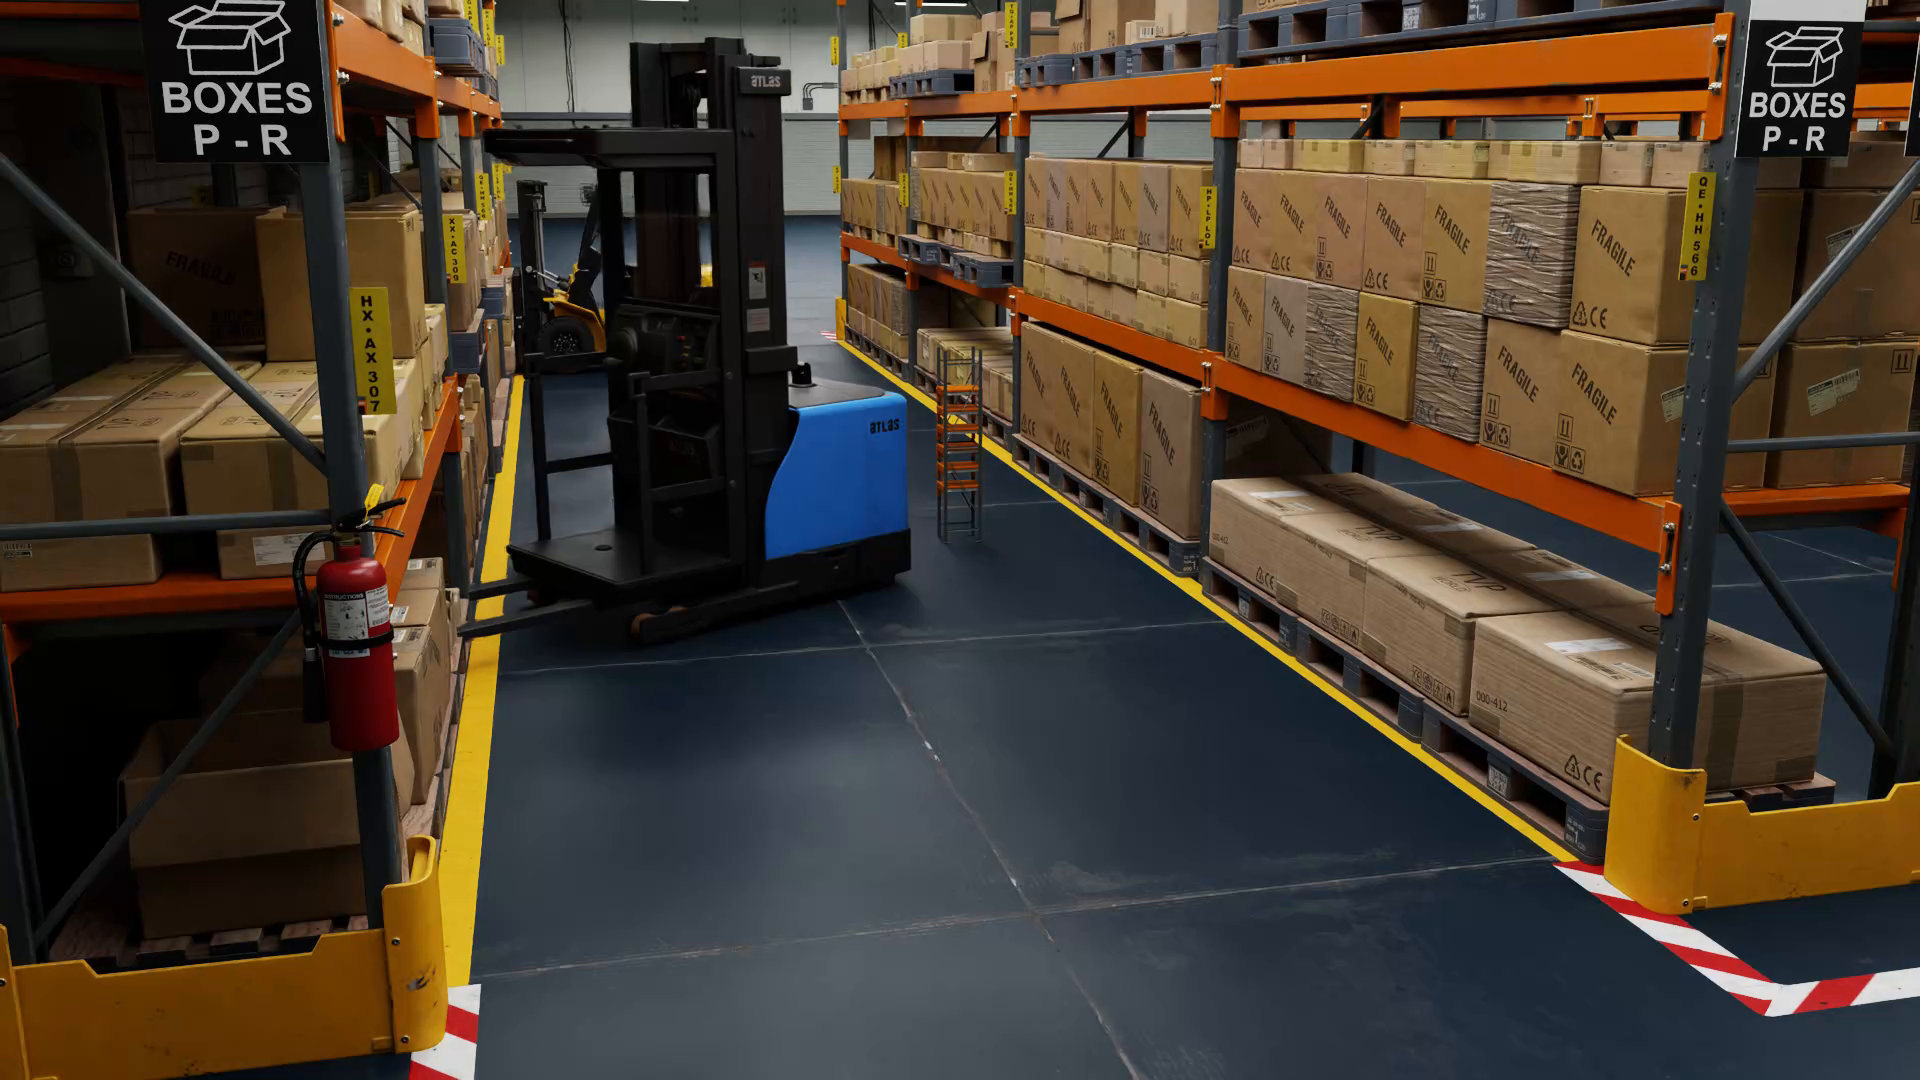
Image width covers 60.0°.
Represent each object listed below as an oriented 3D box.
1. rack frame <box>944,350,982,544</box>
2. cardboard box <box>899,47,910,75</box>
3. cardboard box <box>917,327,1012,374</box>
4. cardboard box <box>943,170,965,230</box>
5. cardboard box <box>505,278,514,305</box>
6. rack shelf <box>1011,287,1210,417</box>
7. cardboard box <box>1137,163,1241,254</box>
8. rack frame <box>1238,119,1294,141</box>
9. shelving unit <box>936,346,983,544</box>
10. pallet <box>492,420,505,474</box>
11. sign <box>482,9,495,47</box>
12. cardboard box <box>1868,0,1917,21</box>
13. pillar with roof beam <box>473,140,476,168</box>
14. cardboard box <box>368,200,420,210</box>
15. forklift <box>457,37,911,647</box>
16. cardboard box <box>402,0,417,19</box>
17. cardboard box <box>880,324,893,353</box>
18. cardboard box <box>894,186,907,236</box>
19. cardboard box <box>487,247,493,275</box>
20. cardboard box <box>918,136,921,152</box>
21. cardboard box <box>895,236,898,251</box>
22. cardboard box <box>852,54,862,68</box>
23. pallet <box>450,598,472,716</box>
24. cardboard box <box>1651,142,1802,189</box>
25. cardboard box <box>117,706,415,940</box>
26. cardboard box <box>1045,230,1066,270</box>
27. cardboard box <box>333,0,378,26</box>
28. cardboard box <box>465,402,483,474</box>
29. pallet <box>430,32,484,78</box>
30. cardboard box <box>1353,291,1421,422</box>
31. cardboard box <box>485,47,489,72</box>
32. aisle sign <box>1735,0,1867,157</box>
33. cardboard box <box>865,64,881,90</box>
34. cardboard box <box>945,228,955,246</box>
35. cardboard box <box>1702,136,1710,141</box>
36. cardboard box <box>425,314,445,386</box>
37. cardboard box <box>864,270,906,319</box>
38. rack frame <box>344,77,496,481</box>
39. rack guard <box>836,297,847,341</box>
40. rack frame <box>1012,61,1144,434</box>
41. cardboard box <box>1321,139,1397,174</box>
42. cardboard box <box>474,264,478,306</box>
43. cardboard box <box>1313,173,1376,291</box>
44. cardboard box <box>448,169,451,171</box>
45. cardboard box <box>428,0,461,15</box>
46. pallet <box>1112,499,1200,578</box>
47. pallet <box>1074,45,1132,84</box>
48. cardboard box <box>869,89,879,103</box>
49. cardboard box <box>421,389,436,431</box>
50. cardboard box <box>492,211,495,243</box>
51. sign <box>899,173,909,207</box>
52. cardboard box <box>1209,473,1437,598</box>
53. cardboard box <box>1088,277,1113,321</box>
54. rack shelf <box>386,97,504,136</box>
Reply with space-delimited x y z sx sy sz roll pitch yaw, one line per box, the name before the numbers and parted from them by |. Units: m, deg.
rack frame | 0.018 -0.565 10.212 0.240 1.200 0.006 -3 14 -13
cardboard box | -0.279 -4.508 15.668 0.500 0.250 0.500 -4 14 -15
cardboard box | 0.099 -1.883 16.467 0.950 0.372 0.625 -3 14 -12
cardboard box | 0.157 -3.001 14.669 0.500 0.500 0.500 -4 14 -15
cardboard box | -5.013 -2.636 17.699 0.500 0.250 0.500 -4 14 -14
rack shelf | 1.383 -1.343 11.119 1.077 0.370 4.000 -3 14 -13
cardboard box | 1.375 -1.973 9.866 0.500 0.500 0.500 -3 14 -12
rack frame | 3.822 -4.298 21.701 1.000 3.000 0.127 -3 14 -13
shelving unit | -0.003 -0.586 10.298 0.258 1.200 0.189 -3 14 -13
pallet | -4.066 -0.714 12.903 1.003 0.211 1.213 -3 14 -13
sign | -4.325 -4.693 15.242 0.100 0.325 0.005 -3 14 -13
cardboard box | 6.405 -3.605 11.440 0.797 0.503 0.637 -3 14 -14
pillar with roof beam | -7.954 -12.202 41.410 9.100 9.000 0.400 -3 14 -13
cardboard box | -4.564 -2.657 13.404 0.380 0.149 0.250 -3 14 -12
forklift | -1.692 -1.032 8.477 3.031 2.935 1.130 -13 19 -42
cardboard box | -2.483 -2.266 6.749 0.500 0.250 0.500 -4 14 -15
cardboard box | -0.561 -2.188 17.973 0.500 0.250 0.500 -4 14 -15
cardboard box | -0.373 -3.358 17.015 0.500 0.500 0.500 -4 14 -15
cardboard box | -4.139 -2.274 13.730 0.500 0.250 0.500 -3 14 -11
cardboard box | -0.109 -4.105 17.966 0.700 0.500 0.500 -4 14 -14
cardboard box | -0.464 -3.069 17.197 0.380 0.149 0.250 -3 14 -12
cardboard box | -1.021 -5.448 18.935 0.380 0.149 0.250 -3 14 -13
pallet | -2.811 0.560 7.692 1.003 0.211 1.213 -3 14 -13
cardboard box | 2.513 -1.229 5.454 0.380 0.149 0.250 -3 14 -12
cardboard box | -2.084 0.832 5.078 0.797 0.503 0.637 -4 14 -15
cardboard box | 0.912 -2.074 11.858 0.500 0.250 0.500 -3 14 -12
cardboard box | -1.970 -1.635 5.007 0.380 0.149 0.250 -3 14 -12
cardboard box | -3.495 -0.664 11.208 0.500 0.500 0.500 -3 14 -14
pallet | -3.303 -2.713 9.286 1.213 0.211 1.003 -3 14 -13
cardboard box | 2.054 -0.806 7.197 0.500 0.500 0.500 -3 14 -12
cardboard box | -4.809 -4.671 15.997 0.500 0.311 0.500 -3 14 -12
aisle sign | 2.507 -1.537 4.921 0.394 0.787 0.004 -3 14 -13
cardboard box | -0.751 -5.043 18.119 0.500 0.250 0.500 -3 14 -12
cardboard box | 0.075 -2.711 14.848 0.380 0.149 0.250 -3 14 -11
cardboard box | 9.114 -4.511 19.628 0.500 0.500 0.500 -3 14 -13
cardboard box | -2.483 -0.806 7.097 0.500 0.250 0.500 -3 14 -13
cardboard box | -0.802 -2.788 18.848 0.500 0.500 0.500 -3 14 -12
rack frame | -3.911 -1.876 11.786 1.000 3.000 0.127 -3 14 -13
rack guard | -0.948 -2.767 20.701 1.175 0.500 0.348 -3 14 -13
rack frame | 0.913 -2.154 12.922 1.000 3.000 0.127 -3 14 -13
cardboard box | 1.884 -1.755 7.604 0.380 0.149 0.250 -4 14 -15
cardboard box | -2.925 -1.434 9.375 0.396 0.266 0.258 -3 14 -10
cardboard box | 1.951 -1.406 7.545 0.500 0.500 0.500 -3 14 -12
cardboard box | -5.814 -4.018 18.349 0.380 0.149 0.250 -3 14 -12
cardboard box | -2.682 -2.694 8.246 0.380 0.149 0.250 -3 14 -13
pallet | 1.598 -0.050 10.188 1.003 0.211 1.213 -3 14 -13
pallet | 1.381 -3.116 10.938 1.003 0.211 1.213 -3 14 -11
cardboard box | -0.795 -4.883 18.304 0.380 0.149 0.250 -4 14 -15
cardboard box | -2.362 -0.535 6.826 0.380 0.149 0.250 -3 14 -14
cardboard box | -4.359 -2.752 14.632 0.500 0.250 0.500 -4 14 -15
sign | -0.552 -3.465 16.466 0.100 0.325 0.005 -3 14 -13
cardboard box | 1.895 -0.039 8.782 0.875 0.438 0.875 -3 14 -14
cardboard box | 1.158 -1.601 10.978 0.500 0.250 0.500 -3 14 -13
rack shelf | -5.320 -4.368 17.181 1.077 0.370 4.000 -3 14 -13
